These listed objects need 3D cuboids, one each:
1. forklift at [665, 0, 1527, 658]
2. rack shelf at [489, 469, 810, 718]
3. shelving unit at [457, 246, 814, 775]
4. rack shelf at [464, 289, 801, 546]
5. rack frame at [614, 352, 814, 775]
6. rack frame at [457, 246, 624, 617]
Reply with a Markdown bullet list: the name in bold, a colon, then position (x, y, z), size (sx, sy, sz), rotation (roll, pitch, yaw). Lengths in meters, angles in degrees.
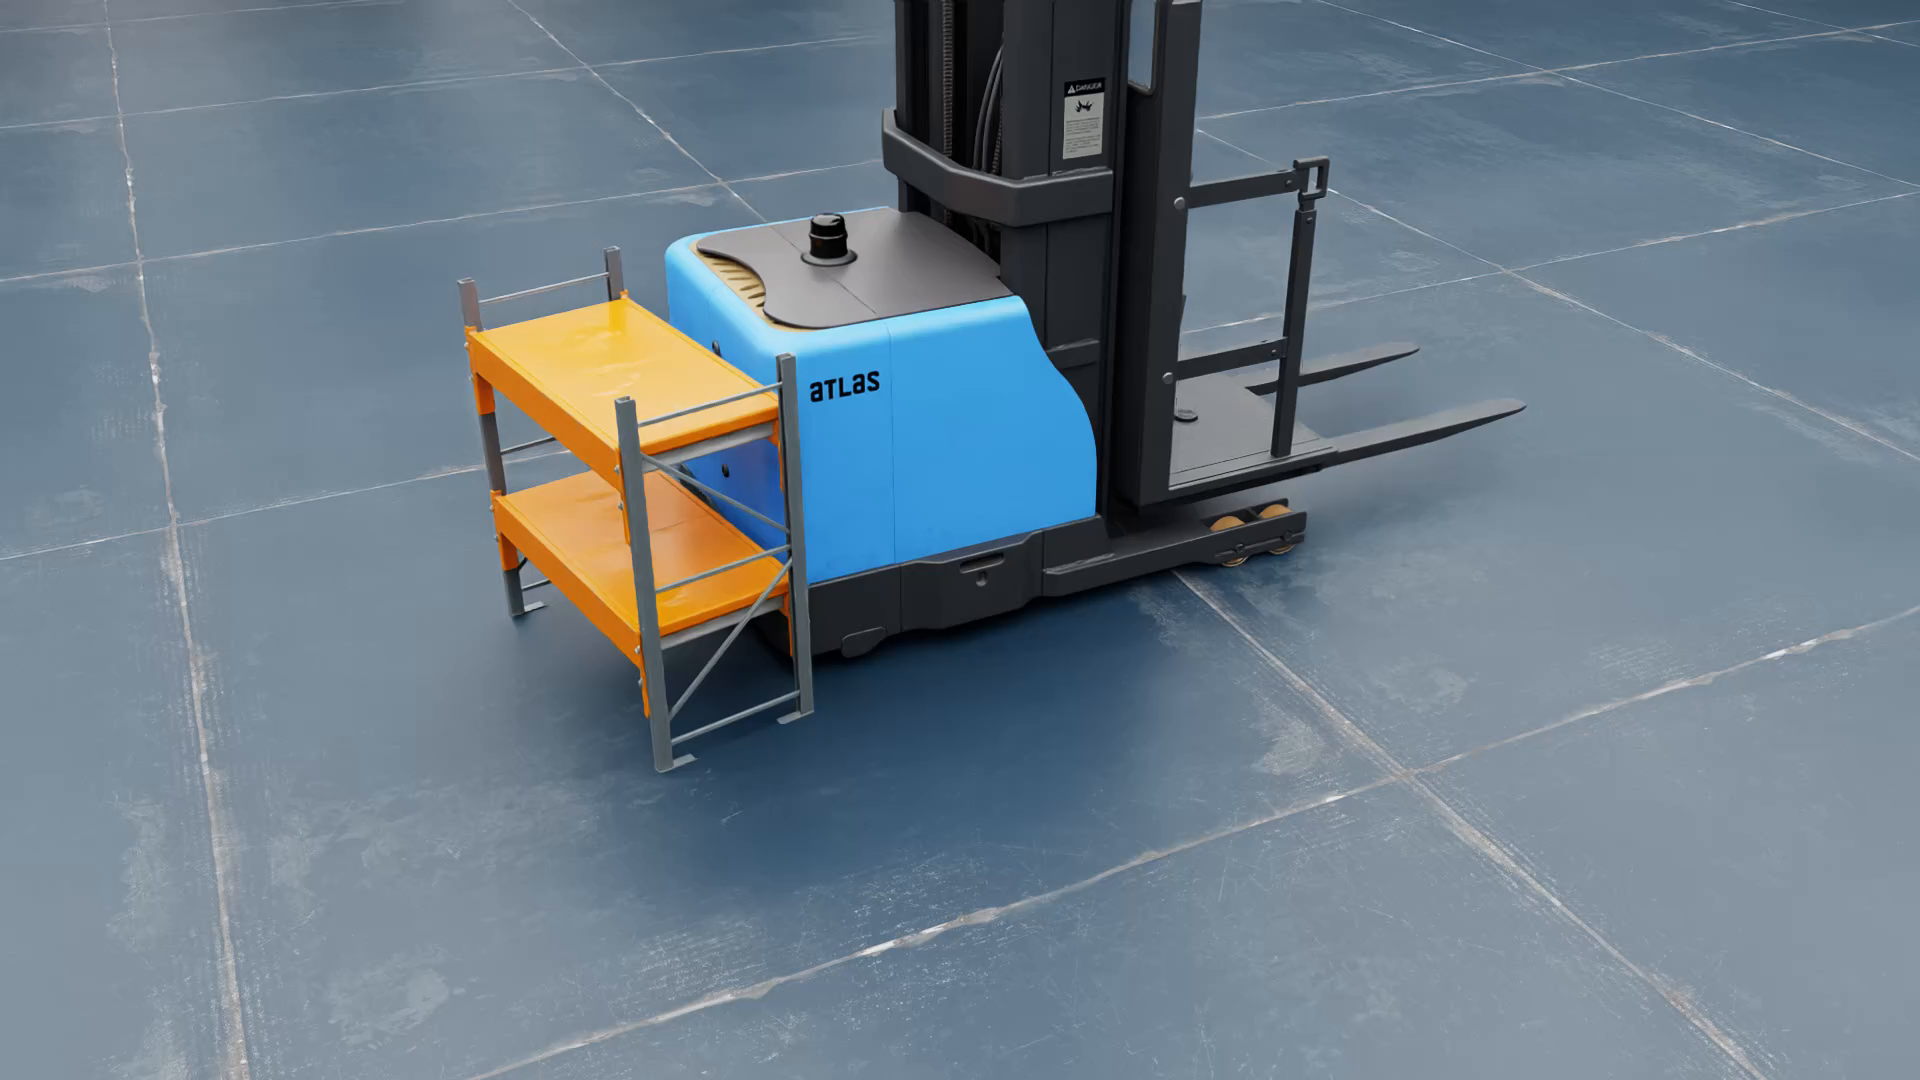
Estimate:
- **forklift**: position (0.608, -1.406, 5.260), size (3.031, 2.935, 1.130), rotation (-14, 32, -23)
- **rack shelf**: position (-0.936, 0.092, 4.935), size (0.538, 0.278, 1.000), rotation (-20, 35, -31)
- **shelving unit**: position (-0.936, -0.121, 4.815), size (0.538, 1.125, 1.048), rotation (-20, 35, -31)
- **rack shelf**: position (-0.936, -0.376, 4.672), size (0.538, 0.278, 1.000), rotation (-20, 35, -31)
- **rack frame**: position (-0.636, 0.080, 4.457), size (0.500, 1.125, 0.032), rotation (-20, 35, -31)
- **rack frame**: position (-1.236, -0.321, 5.173), size (0.500, 1.125, 0.032), rotation (-20, 35, -31)
